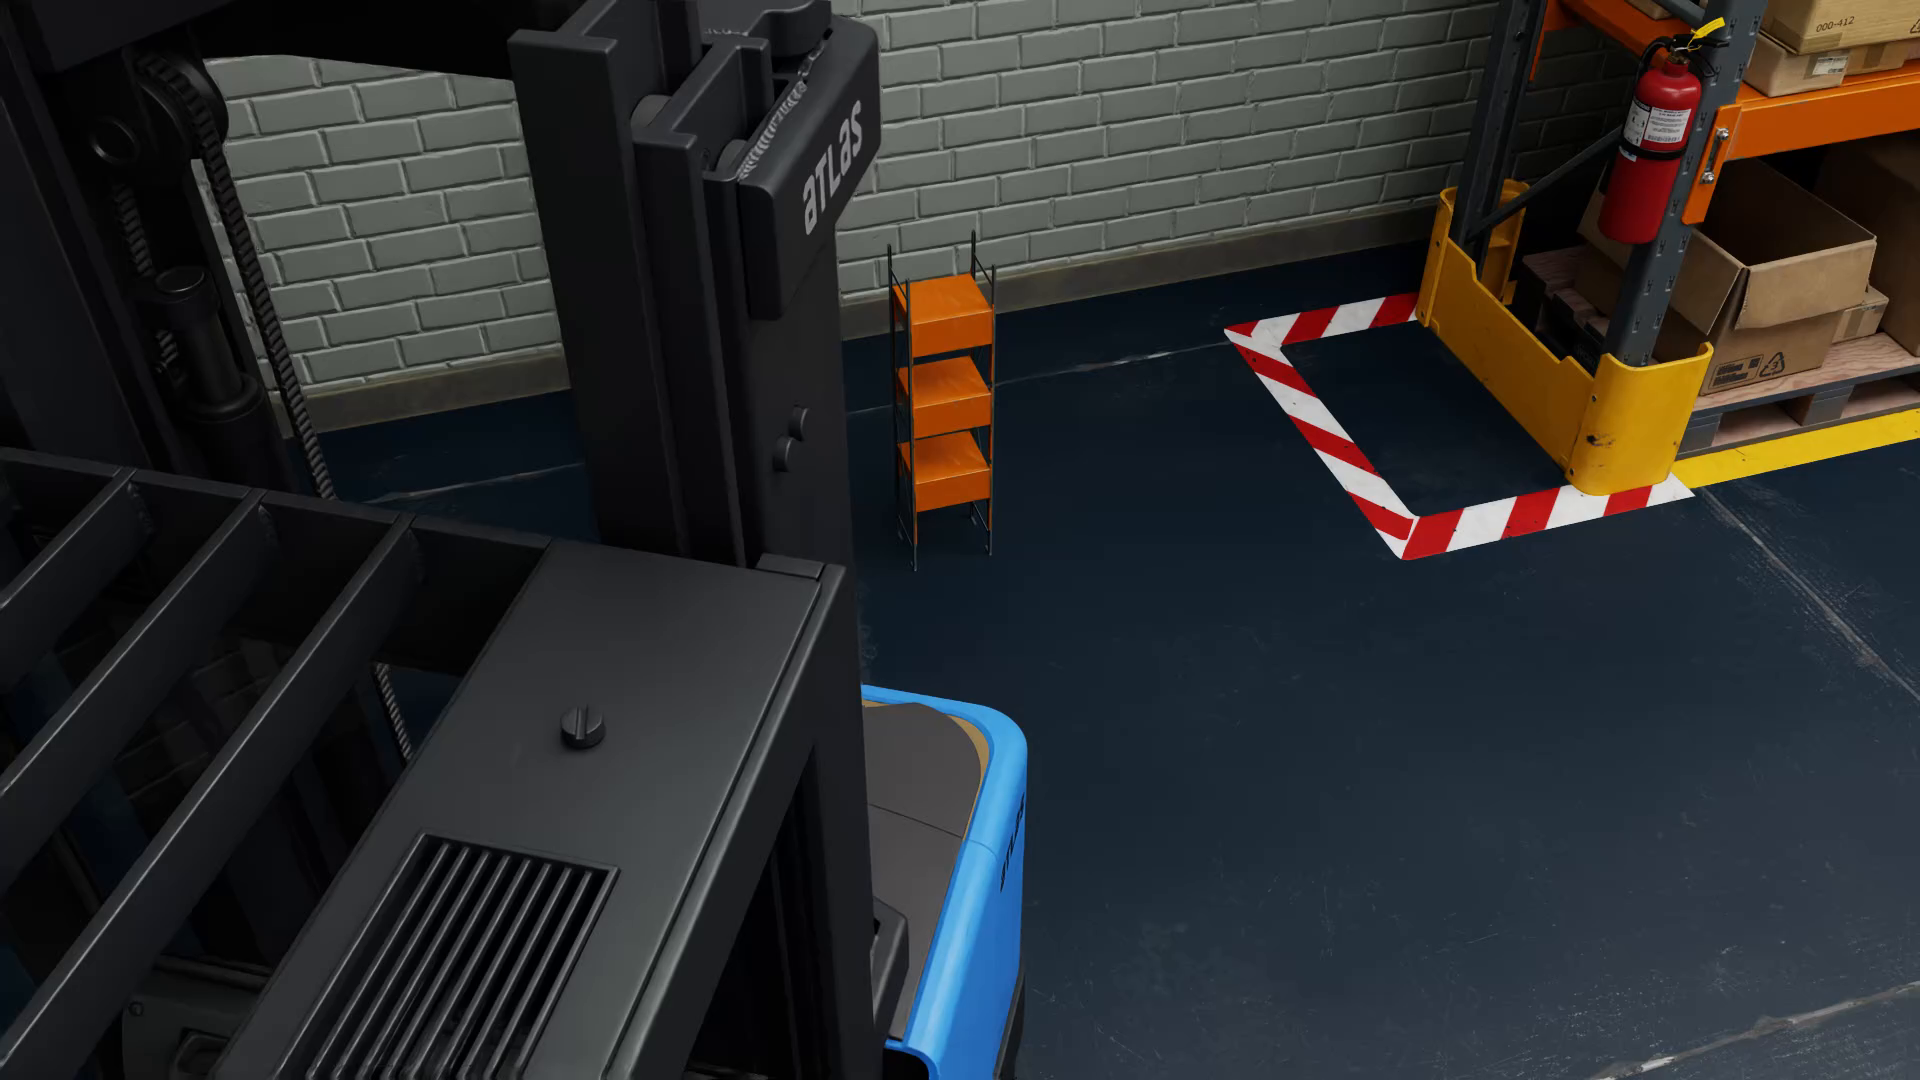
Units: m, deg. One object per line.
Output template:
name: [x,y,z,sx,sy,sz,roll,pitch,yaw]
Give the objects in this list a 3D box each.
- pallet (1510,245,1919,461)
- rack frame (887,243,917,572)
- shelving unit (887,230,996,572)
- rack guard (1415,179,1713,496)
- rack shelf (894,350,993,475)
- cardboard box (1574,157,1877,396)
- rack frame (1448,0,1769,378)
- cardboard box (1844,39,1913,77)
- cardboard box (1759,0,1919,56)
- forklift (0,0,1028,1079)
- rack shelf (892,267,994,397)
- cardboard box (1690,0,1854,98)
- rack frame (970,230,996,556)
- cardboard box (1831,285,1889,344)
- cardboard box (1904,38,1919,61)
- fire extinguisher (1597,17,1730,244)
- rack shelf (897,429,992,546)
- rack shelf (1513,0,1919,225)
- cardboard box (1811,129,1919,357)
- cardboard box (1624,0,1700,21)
pallet: [2.782,-0.770,5.971,1.213,0.211,1.003,-12,42,-13]
rack frame: [-0.167,-0.361,4.865,0.008,1.050,0.200,-12,42,-13]
shelving unit: [-0.051,-0.385,4.892,0.252,1.050,0.215,-12,42,-13]
rack guard: [2.022,-0.721,5.695,0.348,0.500,1.175,-12,42,-13]
rack shelf: [-0.051,-0.377,4.899,0.240,0.259,0.215,-12,42,-13]
cardboard box: [2.561,-0.927,5.609,0.637,0.503,0.797,-13,43,-15]
rack frame: [1.949,-1.647,4.855,0.127,3.000,1.000,-12,42,-13]
cardboard box: [2.574,-1.525,4.906,0.250,0.149,0.380,-11,42,-12]
cardboard box: [2.463,-1.623,4.716,0.500,0.250,0.500,-11,42,-13]
forklift: [-0.695,0.908,1.982,1.130,2.935,3.031,9,42,10]
rack shelf: [-0.051,-0.590,4.713,0.240,0.259,0.215,-12,42,-13]
cardboard box: [2.345,-1.445,4.815,0.250,0.149,0.380,-12,43,-13]
rack frame: [0.065,-0.409,4.920,0.008,1.050,0.200,-12,42,-13]
cardboard box: [2.978,-0.853,5.794,0.250,0.149,0.380,-13,43,-15]
cardboard box: [2.814,-1.598,4.991,0.250,0.149,0.380,-12,43,-14]
fire extinguisher: [1.948,-1.158,4.638,0.183,0.674,0.296,-12,42,-13]
rack shelf: [-0.051,-0.168,5.082,0.240,0.259,0.215,-12,42,-13]
rack shelf: [3.857,-1.771,5.545,4.000,0.370,1.077,-12,42,-13]
cardboard box: [3.388,-1.070,5.775,0.500,0.500,0.700,-10,42,-11]
cardboard box: [2.185,-1.786,5.206,0.250,0.149,0.380,-12,43,-14]
